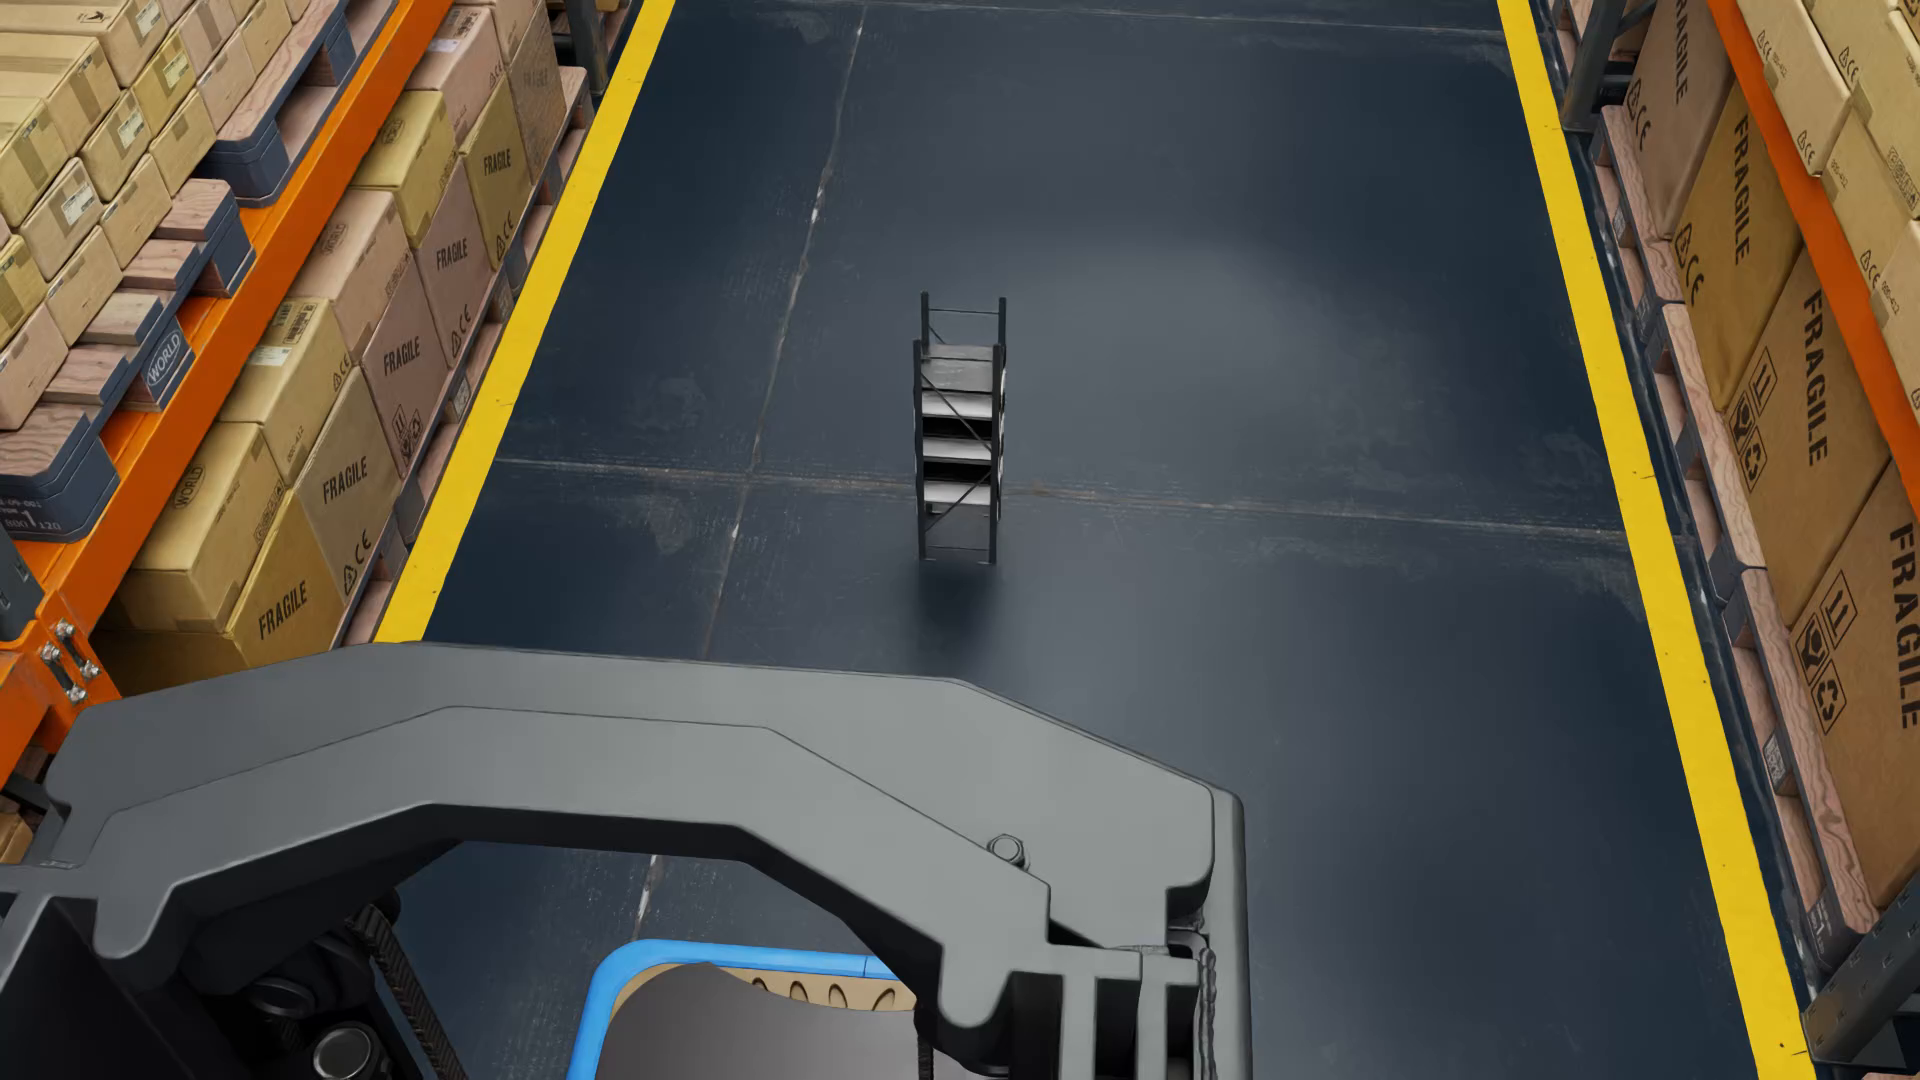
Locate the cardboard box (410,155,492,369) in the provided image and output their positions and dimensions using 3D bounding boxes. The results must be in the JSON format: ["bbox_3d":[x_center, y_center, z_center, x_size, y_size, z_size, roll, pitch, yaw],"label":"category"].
[{"bbox_3d":[-1.898,-0.924,5.471,0.500,0.500,0.500,3,48,3],"label":"cardboard box"}]

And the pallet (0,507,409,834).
[{"bbox_3d":[-2.275,0.366,4.772,1.003,0.211,1.213,4,48,4],"label":"pallet"}]

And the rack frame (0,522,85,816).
[{"bbox_3d":[-2.348,-0.001,3.218,1.000,3.000,0.127,4,48,4],"label":"rack frame"}]

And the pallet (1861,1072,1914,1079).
[{"bbox_3d":[2.518,1.773,3.485,1.003,0.211,1.213,4,48,4],"label":"pallet"}]

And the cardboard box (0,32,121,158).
[{"bbox_3d":[-2.064,-0.962,3.580,0.380,0.149,0.250,4,48,3],"label":"cardboard box"}]

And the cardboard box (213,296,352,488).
[{"bbox_3d":[-1.998,-0.415,4.498,0.500,0.250,0.500,3,48,3],"label":"cardboard box"}]

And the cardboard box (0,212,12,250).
[{"bbox_3d":[-2.113,-0.588,3.238,0.380,0.149,0.250,4,48,4],"label":"cardboard box"}]

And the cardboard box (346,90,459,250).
[{"bbox_3d":[-1.894,-1.161,5.180,0.500,0.250,0.500,2,48,2],"label":"cardboard box"}]

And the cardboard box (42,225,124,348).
[{"bbox_3d":[-2.082,-0.570,3.624,0.380,0.149,0.250,6,48,5],"label":"cardboard box"}]

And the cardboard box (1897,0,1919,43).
[{"bbox_3d":[2.468,-1.253,3.618,0.500,0.500,0.500,4,48,4],"label":"cardboard box"}]

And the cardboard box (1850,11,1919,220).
[{"bbox_3d":[2.451,-0.988,3.883,0.500,0.250,0.500,3,48,3],"label":"cardboard box"}]

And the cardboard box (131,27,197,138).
[{"bbox_3d":[-2.038,-1.081,3.890,0.380,0.149,0.250,4,48,4],"label":"cardboard box"}]

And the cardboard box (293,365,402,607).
[{"bbox_3d":[-1.987,-0.171,4.783,0.500,0.500,0.500,4,48,4],"label":"cardboard box"}]

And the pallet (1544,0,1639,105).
[{"bbox_3d":[3.102,-2.294,7.205,1.003,0.211,1.213,4,48,4],"label":"pallet"}]

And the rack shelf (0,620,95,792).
[{"bbox_3d":[-2.530,1.712,2.139,1.077,0.370,4.000,4,48,4],"label":"rack shelf"}]

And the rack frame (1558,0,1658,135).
[{"bbox_3d":[2.955,-2.681,5.670,1.000,3.000,0.127,4,48,4],"label":"rack frame"}]

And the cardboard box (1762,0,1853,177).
[{"bbox_3d":[2.489,-1.202,4.419,0.500,0.250,0.500,3,48,3],"label":"cardboard box"}]

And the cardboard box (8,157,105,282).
[{"bbox_3d":[-2.081,-0.699,3.541,0.380,0.149,0.250,6,48,5],"label":"cardboard box"}]

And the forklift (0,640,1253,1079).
[{"bbox_3d":[-0.302,1.597,1.803,1.130,2.935,3.031,4,48,3],"label":"forklift"}]

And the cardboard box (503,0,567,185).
[{"bbox_3d":[-1.800,-1.677,6.161,0.500,0.500,0.500,3,48,3],"label":"cardboard box"}]

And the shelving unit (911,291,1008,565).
[{"bbox_3d":[0.001,-0.310,4.923,0.258,0.900,0.210,4,48,4],"label":"shelving unit"}]

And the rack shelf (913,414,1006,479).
[{"bbox_3d":[0.001,-0.287,4.948,0.258,0.077,0.200,4,48,4],"label":"rack shelf"}]

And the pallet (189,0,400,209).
[{"bbox_3d":[-2.208,-1.393,4.621,1.003,0.211,1.213,4,48,4],"label":"pallet"}]

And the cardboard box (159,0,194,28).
[{"bbox_3d":[-2.017,-1.356,3.940,0.380,0.149,0.250,6,48,5],"label":"cardboard box"}]

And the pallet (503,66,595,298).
[{"bbox_3d":[-2.053,-1.427,6.412,1.003,0.211,1.213,4,48,4],"label":"pallet"}]

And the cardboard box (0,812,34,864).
[{"bbox_3d":[-2.493,1.058,3.489,1.050,0.750,0.750,3,48,3],"label":"cardboard box"}]

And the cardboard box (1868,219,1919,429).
[{"bbox_3d":[2.409,-0.457,3.737,0.500,0.250,0.500,5,48,4],"label":"cardboard box"}]

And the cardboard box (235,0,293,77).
[{"bbox_3d":[-1.987,-1.347,4.335,0.380,0.149,0.250,4,48,4],"label":"cardboard box"}]

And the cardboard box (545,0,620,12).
[{"bbox_3d":[-1.630,-2.365,7.028,0.380,0.149,0.250,2,48,2],"label":"cardboard box"}]

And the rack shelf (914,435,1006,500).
[{"bbox_3d":[0.001,-0.226,5.014,0.258,0.077,0.200,4,48,4],"label":"rack shelf"}]

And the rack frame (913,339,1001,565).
[{"bbox_3d":[-0.009,-0.235,4.855,0.240,0.900,0.006,4,48,4],"label":"rack frame"}]

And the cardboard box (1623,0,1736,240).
[{"bbox_3d":[2.978,-1.645,5.877,0.875,0.875,0.875,5,48,5],"label":"cardboard box"}]

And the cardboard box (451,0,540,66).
[{"bbox_3d":[-1.800,-1.927,5.881,0.500,0.250,0.500,3,48,2],"label":"cardboard box"}]

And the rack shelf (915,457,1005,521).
[{"bbox_3d":[0.001,-0.166,5.081,0.258,0.077,0.200,4,48,4],"label":"rack shelf"}]

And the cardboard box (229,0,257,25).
[{"bbox_3d":[-1.988,-1.446,4.224,0.380,0.149,0.250,3,48,3],"label":"cardboard box"}]

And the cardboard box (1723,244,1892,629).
[{"bbox_3d":[2.822,-0.324,4.669,0.875,0.875,0.875,4,48,4],"label":"cardboard box"}]

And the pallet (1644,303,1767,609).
[{"bbox_3d":[2.851,-0.269,5.353,1.003,0.211,1.213,4,48,4],"label":"pallet"}]

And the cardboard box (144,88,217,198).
[{"bbox_3d":[-2.034,-0.967,3.987,0.380,0.149,0.250,6,48,5],"label":"cardboard box"}]
